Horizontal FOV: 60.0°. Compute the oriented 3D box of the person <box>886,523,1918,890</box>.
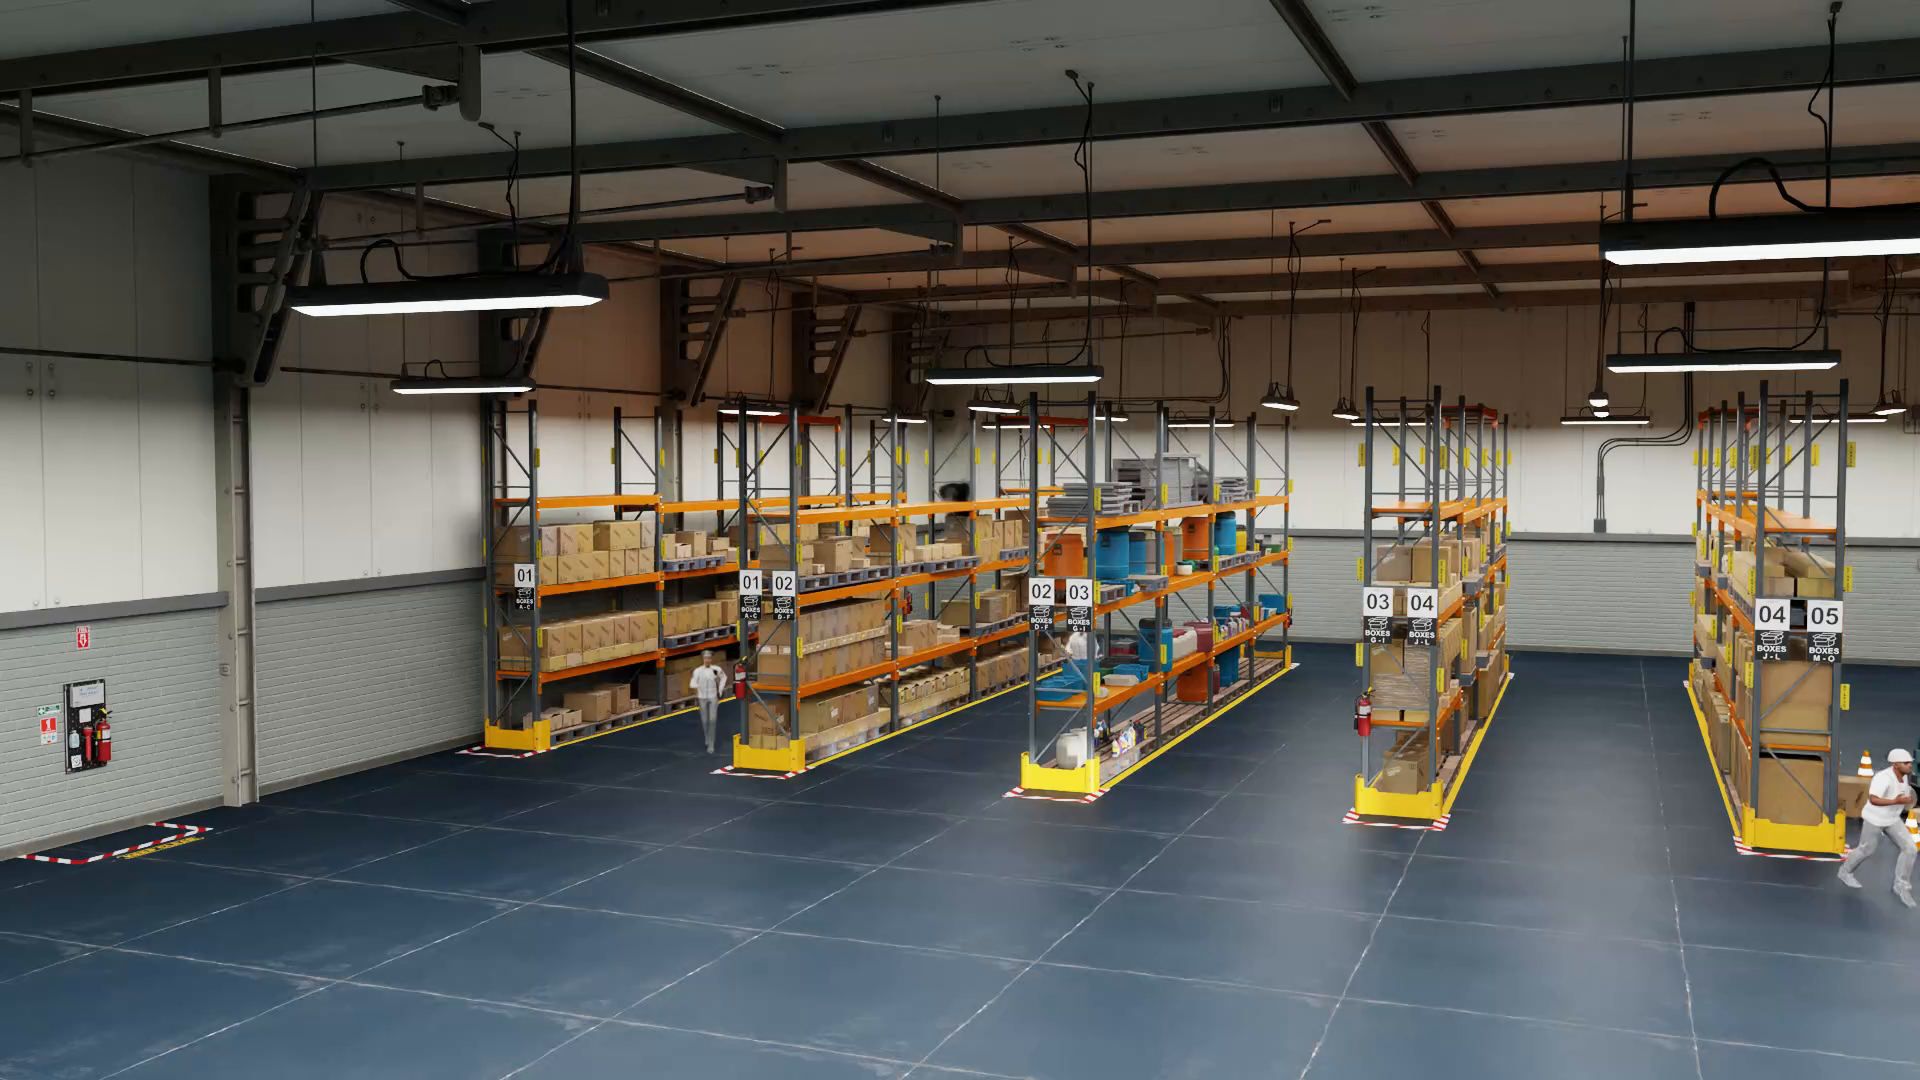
[{"bbox_3d":[4.615,1.795,25.195,6.409,3.581,17.107,-1,3,-23],"label":"person"}]

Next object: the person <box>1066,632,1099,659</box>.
[{"bbox_3d":[2.319,2.350,31.715,0.626,1.631,0.699,1,3,20],"label":"person"}]

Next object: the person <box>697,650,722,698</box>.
[{"bbox_3d":[6.993,2.068,32.909,23.468,0.824,8.330,0,3,-3],"label":"person"}]
